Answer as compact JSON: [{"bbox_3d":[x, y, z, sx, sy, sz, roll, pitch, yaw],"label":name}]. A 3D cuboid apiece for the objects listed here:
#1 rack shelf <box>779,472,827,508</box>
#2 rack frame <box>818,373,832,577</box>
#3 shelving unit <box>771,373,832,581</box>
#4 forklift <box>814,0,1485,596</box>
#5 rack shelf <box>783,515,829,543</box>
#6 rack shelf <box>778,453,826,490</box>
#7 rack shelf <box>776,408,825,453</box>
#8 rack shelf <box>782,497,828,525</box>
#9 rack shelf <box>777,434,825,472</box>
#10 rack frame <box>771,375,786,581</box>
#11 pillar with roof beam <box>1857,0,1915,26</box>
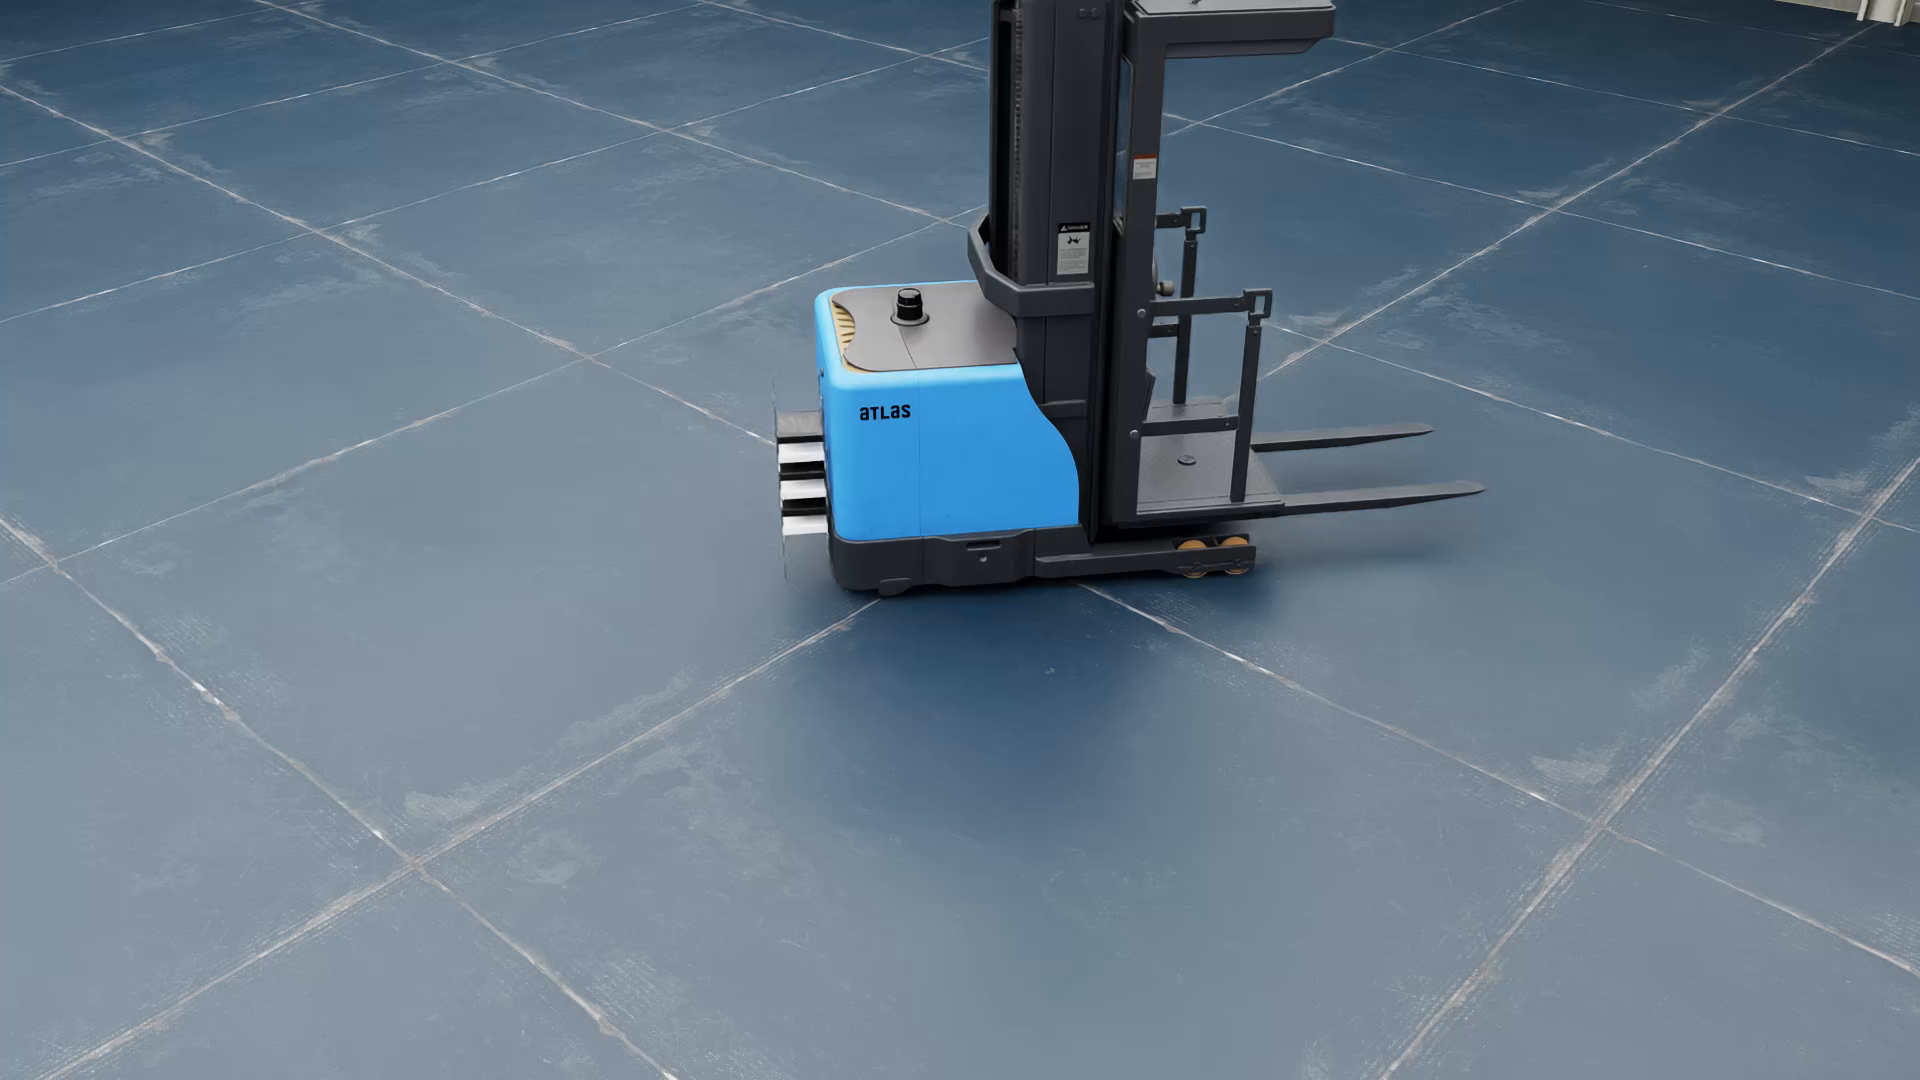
[{"bbox_3d":[-0.697,-0.244,7.347,0.200,0.077,0.258,-4,31,-7],"label":"rack shelf"},{"bbox_3d":[-0.596,-0.279,7.342,0.006,0.900,0.240,-4,31,-7],"label":"rack frame"},{"bbox_3d":[-0.697,-0.272,7.330,0.210,0.900,0.258,-4,31,-7],"label":"shelving unit"},{"bbox_3d":[0.887,-1.351,7.153,3.031,2.935,1.130,-4,31,-7],"label":"forklift"},{"bbox_3d":[-0.697,-0.089,7.440,0.200,0.077,0.258,-4,31,-7],"label":"rack shelf"},{"bbox_3d":[-0.697,-0.321,7.300,0.200,0.077,0.258,-4,31,-7],"label":"rack shelf"},{"bbox_3d":[-0.697,-0.475,7.208,0.200,0.077,0.258,-4,31,-7],"label":"rack shelf"},{"bbox_3d":[-0.697,-0.167,7.393,0.200,0.077,0.258,-4,31,-7],"label":"rack shelf"},{"bbox_3d":[-0.697,-0.398,7.254,0.200,0.077,0.258,-4,31,-7],"label":"rack shelf"},{"bbox_3d":[-0.798,-0.265,7.318,0.006,0.900,0.240,-4,31,-7],"label":"rack frame"},{"bbox_3d":[6.062,-7.252,11.071,0.400,9.000,9.100,25,39,35],"label":"pillar with roof beam"}]
